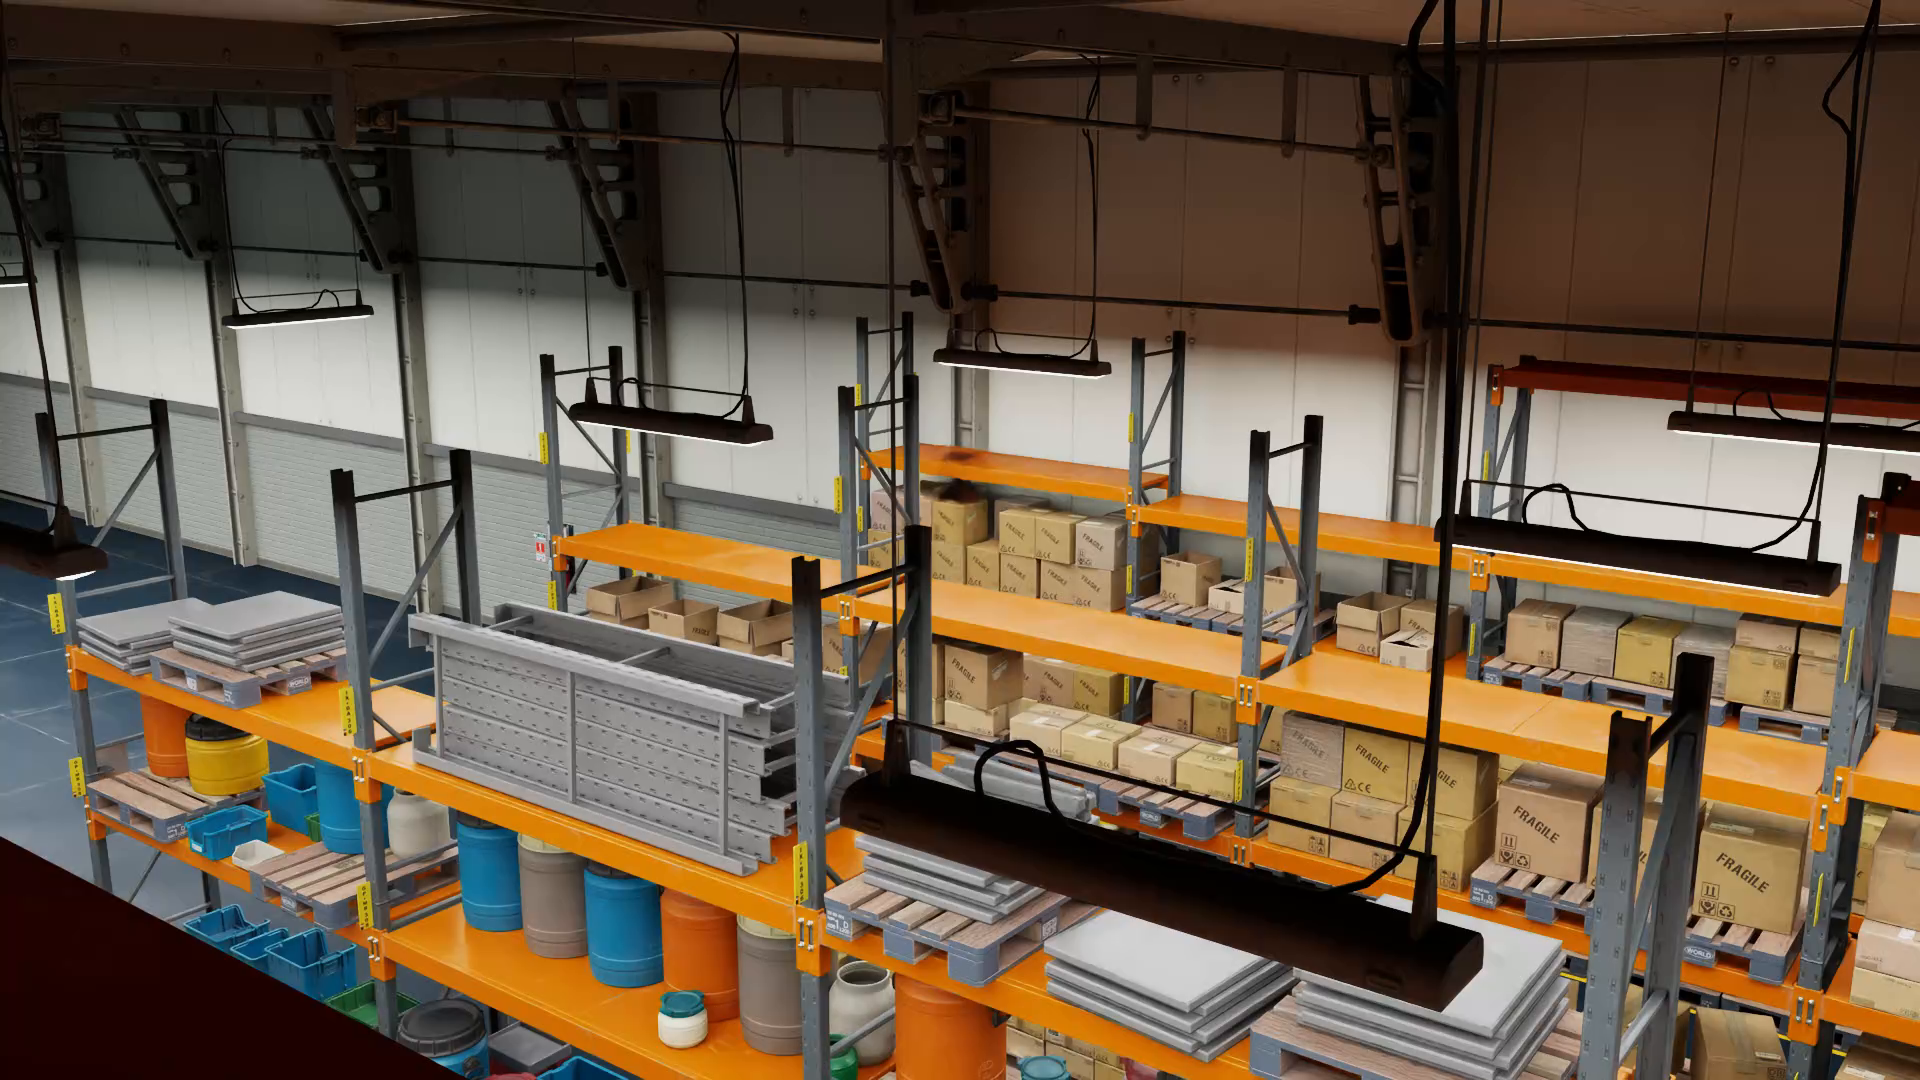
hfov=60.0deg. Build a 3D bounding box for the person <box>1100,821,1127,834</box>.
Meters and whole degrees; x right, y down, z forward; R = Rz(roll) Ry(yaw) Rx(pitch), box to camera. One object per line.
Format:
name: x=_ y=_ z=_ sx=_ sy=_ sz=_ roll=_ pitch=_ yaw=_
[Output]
person: x=1.540 y=3.110 z=17.925 sx=0.658 sy=1.775 sz=0.377 roll=8 pitch=16 yaw=32
